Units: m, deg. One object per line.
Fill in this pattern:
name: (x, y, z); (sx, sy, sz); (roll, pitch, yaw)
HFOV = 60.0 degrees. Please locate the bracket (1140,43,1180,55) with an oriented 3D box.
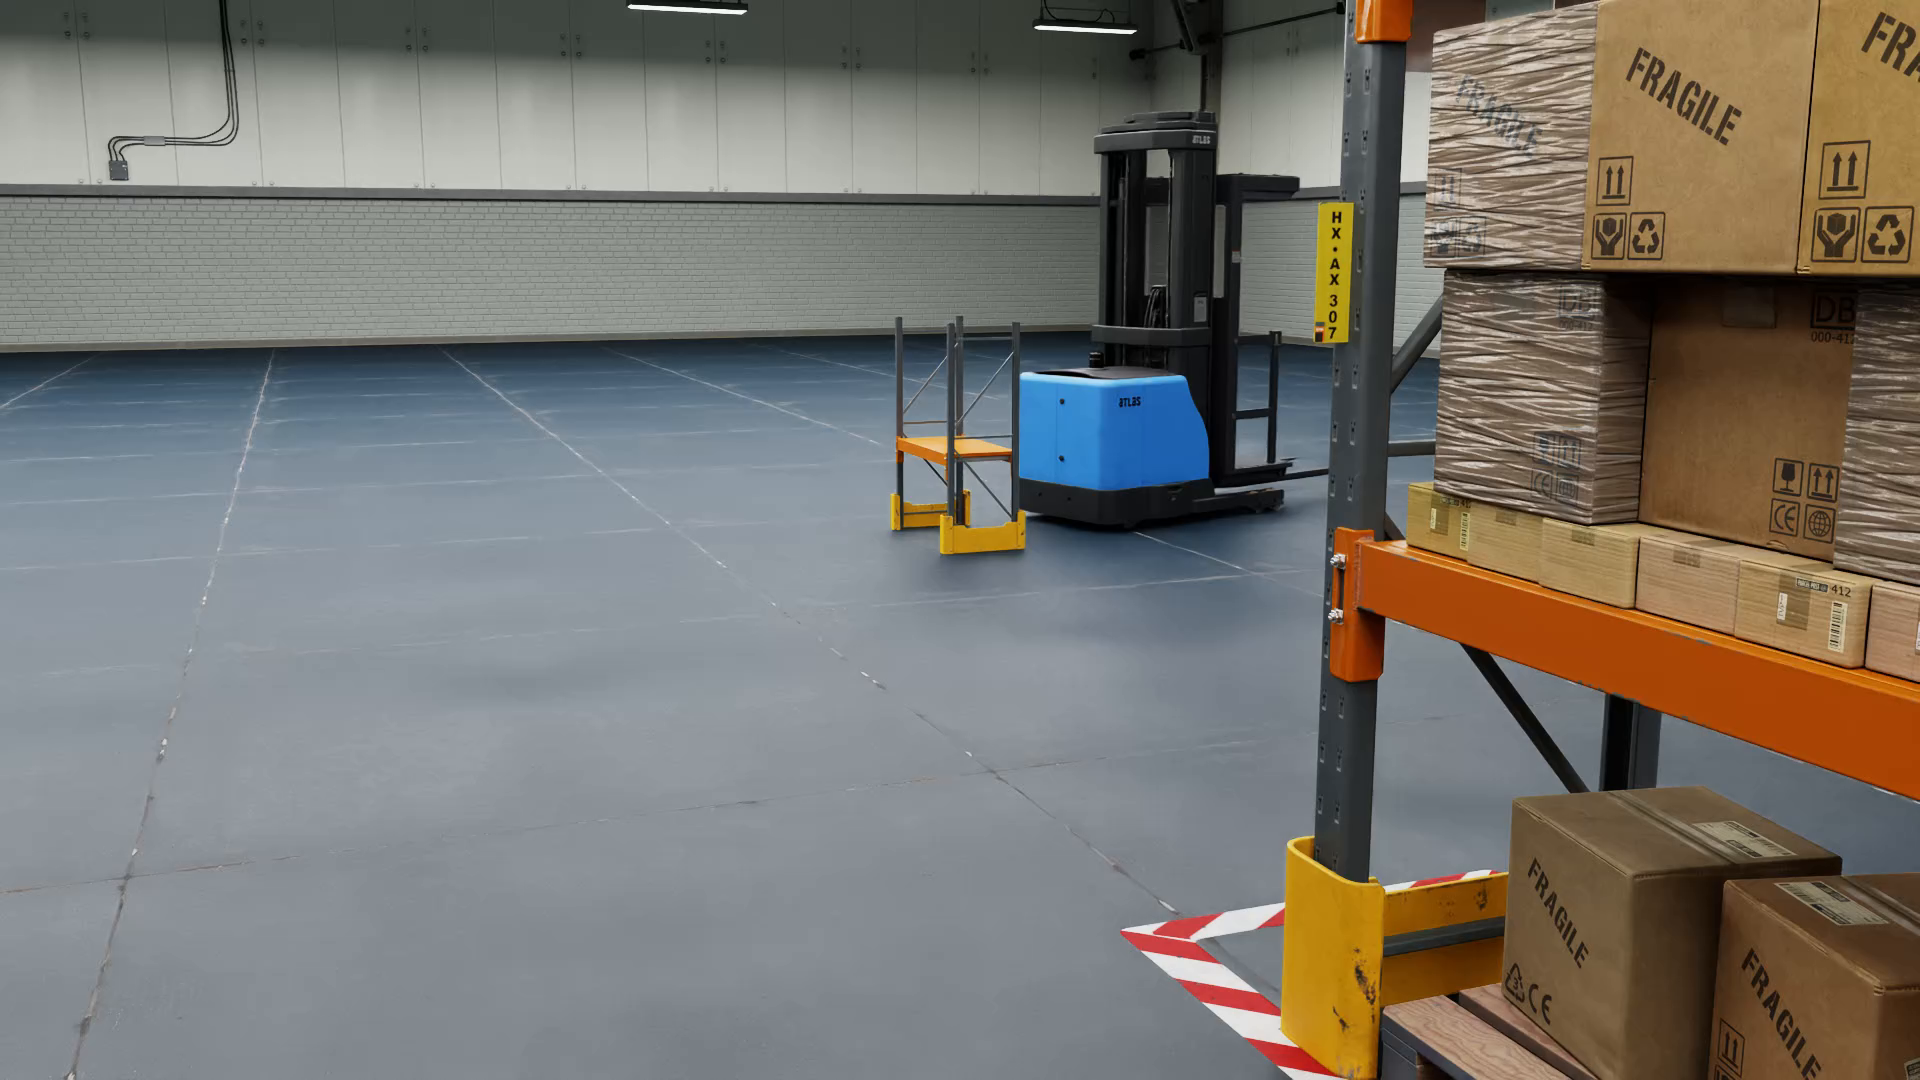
bracket: (4.302, -11.079, 37.734); (0.076, 0.066, 3.189); (-4, 11, -21)

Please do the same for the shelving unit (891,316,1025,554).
shelving unit: (-0.028, -0.751, 11.359); (0.587, 1.500, 1.083); (-4, 11, -21)

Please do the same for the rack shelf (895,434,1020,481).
rack shelf: (-0.031, -0.575, 11.399); (0.538, 0.185, 1.000); (-4, 11, -21)

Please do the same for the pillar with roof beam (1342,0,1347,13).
pillar with roof beam: (3.590, -7.719, 29.120); (9.100, 9.000, 0.548); (-4, 11, -21)

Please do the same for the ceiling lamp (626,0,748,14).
ceiling lamp: (-4.636, -10.434, 27.716); (2.000, 3.185, 0.800); (-4, 11, -21)

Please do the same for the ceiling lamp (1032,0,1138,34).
ceiling lamp: (2.205, -10.900, 30.335); (2.000, 3.185, 0.800); (-4, 11, -21)

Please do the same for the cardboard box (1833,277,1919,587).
cardboard box: (1.997, -0.183, 2.751); (0.875, 0.500, 0.500); (-4, 11, -21)

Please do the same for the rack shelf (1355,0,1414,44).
rack shelf: (2.114, -1.034, 2.156); (1.077, 0.370, 4.000); (-4, 11, -21)

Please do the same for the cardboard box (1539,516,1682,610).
cardboard box: (1.420, 0.032, 3.395); (0.380, 0.149, 0.250); (-4, 11, -21)

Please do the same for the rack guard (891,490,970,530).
rack guard: (-0.208, -0.217, 11.925); (0.587, 0.250, 0.087); (-4, 11, -21)

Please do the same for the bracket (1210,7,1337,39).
bracket: (6.181, -10.233, 32.975); (0.076, 0.066, 4.783); (-4, 11, -21)

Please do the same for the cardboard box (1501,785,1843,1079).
cardboard box: (1.600, 0.889, 3.794); (0.500, 0.500, 0.500); (-2, 10, -10)

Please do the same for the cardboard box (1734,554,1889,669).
cardboard box: (1.614, 0.112, 2.941); (0.380, 0.149, 0.250); (-4, 11, -21)

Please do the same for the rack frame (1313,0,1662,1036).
rack frame: (1.390, -0.238, 4.190); (1.000, 3.000, 0.127); (-4, 11, -21)

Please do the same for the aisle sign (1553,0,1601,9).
aisle sign: (1.647, -1.547, 4.127); (0.394, 0.787, 0.004); (-4, 11, -21)

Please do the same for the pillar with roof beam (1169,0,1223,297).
pillar with roof beam: (1.416, -8.698, 34.626); (9.100, 9.000, 0.548); (-4, 11, -21)

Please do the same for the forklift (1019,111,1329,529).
forklift: (1.849, -1.710, 12.666); (3.031, 2.935, 1.130); (-8, 13, -39)

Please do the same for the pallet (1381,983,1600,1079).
pallet: (1.679, 1.283, 3.607); (1.003, 0.211, 1.213); (-4, 11, -21)

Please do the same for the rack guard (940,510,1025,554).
rack guard: (0.153, -0.054, 11.011); (0.587, 0.250, 0.087); (-4, 11, -21)

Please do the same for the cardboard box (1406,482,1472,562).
cardboard box: (1.271, -0.052, 3.866); (0.380, 0.149, 0.250); (-4, 11, -21)

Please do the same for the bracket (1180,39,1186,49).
bracket: (4.947, -10.789, 36.101); (0.235, 0.232, 0.430); (-4, 11, -21)

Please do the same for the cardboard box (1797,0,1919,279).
cardboard box: (1.692, -0.655, 2.547); (0.500, 0.500, 0.500); (-4, 11, -21)

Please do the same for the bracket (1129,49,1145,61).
bracket: (4.088, -11.176, 38.276); (0.235, 0.232, 0.430); (-4, 11, -21)

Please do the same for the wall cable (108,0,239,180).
wall cable: (-14.912, -9.812, 31.173); (2.305, 6.003, 0.169); (-4, 11, -21)

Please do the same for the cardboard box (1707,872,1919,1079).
cardboard box: (1.849, 0.985, 3.257); (0.500, 0.500, 0.500); (-1, 10, -6)

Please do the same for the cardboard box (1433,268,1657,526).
cardboard box: (1.563, -0.342, 3.641); (0.875, 0.500, 0.500); (-4, 11, -21)

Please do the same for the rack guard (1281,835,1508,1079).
rack guard: (1.417, 1.006, 4.340); (1.175, 0.500, 0.348); (-4, 11, -21)

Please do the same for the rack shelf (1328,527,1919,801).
rack shelf: (2.114, 0.443, 2.418); (1.077, 0.370, 4.000); (-4, 11, -21)

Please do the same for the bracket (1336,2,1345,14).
bracket: (7.121, -9.810, 30.595); (0.235, 0.232, 0.430); (-4, 11, -21)

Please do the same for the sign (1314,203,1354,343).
sign: (0.884, -0.629, 3.921); (0.100, 0.325, 0.005); (-4, 11, -21)

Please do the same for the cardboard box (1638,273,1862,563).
cardboard box: (1.856, -0.268, 3.225); (0.875, 0.500, 0.500); (-4, 11, -21)

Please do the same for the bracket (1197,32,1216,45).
bracket: (5.248, -10.654, 35.339); (0.235, 0.232, 0.430); (-4, 11, -21)

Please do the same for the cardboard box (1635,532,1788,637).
cardboard box: (1.530, 0.071, 3.173); (0.380, 0.149, 0.250); (-4, 11, -21)

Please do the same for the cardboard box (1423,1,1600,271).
cardboard box: (1.335, -0.818, 3.466); (0.500, 0.500, 0.500); (-4, 11, -21)

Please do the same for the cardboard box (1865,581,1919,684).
cardboard box: (1.730, 0.151, 2.721); (0.380, 0.149, 0.250); (-4, 11, -21)

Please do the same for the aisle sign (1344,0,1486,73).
aisle sign: (1.087, -1.509, 3.913); (0.394, 0.787, 0.004); (-4, 11, -21)

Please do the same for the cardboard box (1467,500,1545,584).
cardboard box: (1.343, -0.010, 3.630); (0.380, 0.149, 0.250); (-4, 11, -21)

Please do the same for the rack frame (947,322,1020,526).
rack frame: (0.153, -0.669, 10.901); (0.500, 1.500, 0.032); (-4, 11, -21)

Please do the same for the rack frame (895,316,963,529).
rack frame: (-0.215, -0.835, 11.834); (0.500, 1.500, 0.032); (-4, 11, -21)

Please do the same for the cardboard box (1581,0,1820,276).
cardboard box: (1.510, -0.736, 3.005); (0.500, 0.500, 0.500); (-4, 11, -21)
